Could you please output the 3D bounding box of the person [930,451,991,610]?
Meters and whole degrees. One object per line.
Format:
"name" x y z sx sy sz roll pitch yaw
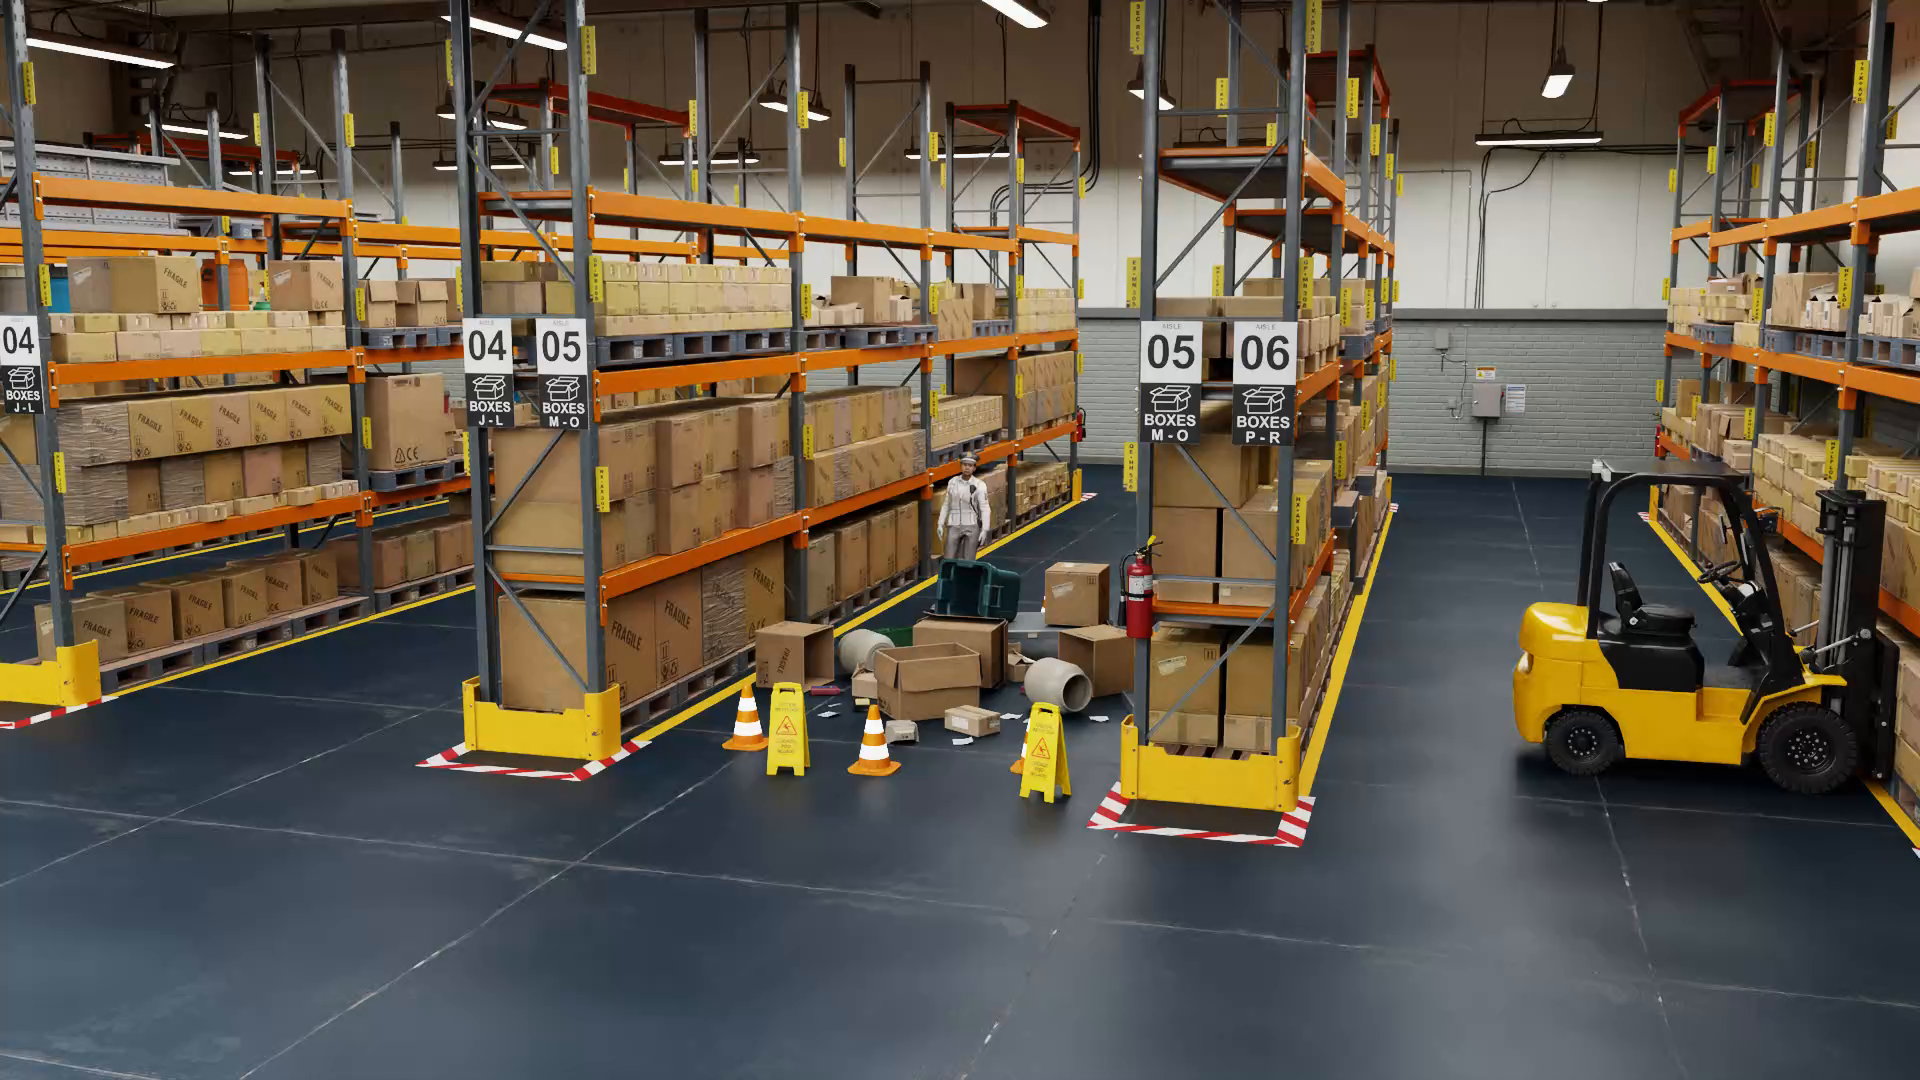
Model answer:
"person" 0.020 -0.102 17.848 0.587 1.696 0.533 2 9 16
